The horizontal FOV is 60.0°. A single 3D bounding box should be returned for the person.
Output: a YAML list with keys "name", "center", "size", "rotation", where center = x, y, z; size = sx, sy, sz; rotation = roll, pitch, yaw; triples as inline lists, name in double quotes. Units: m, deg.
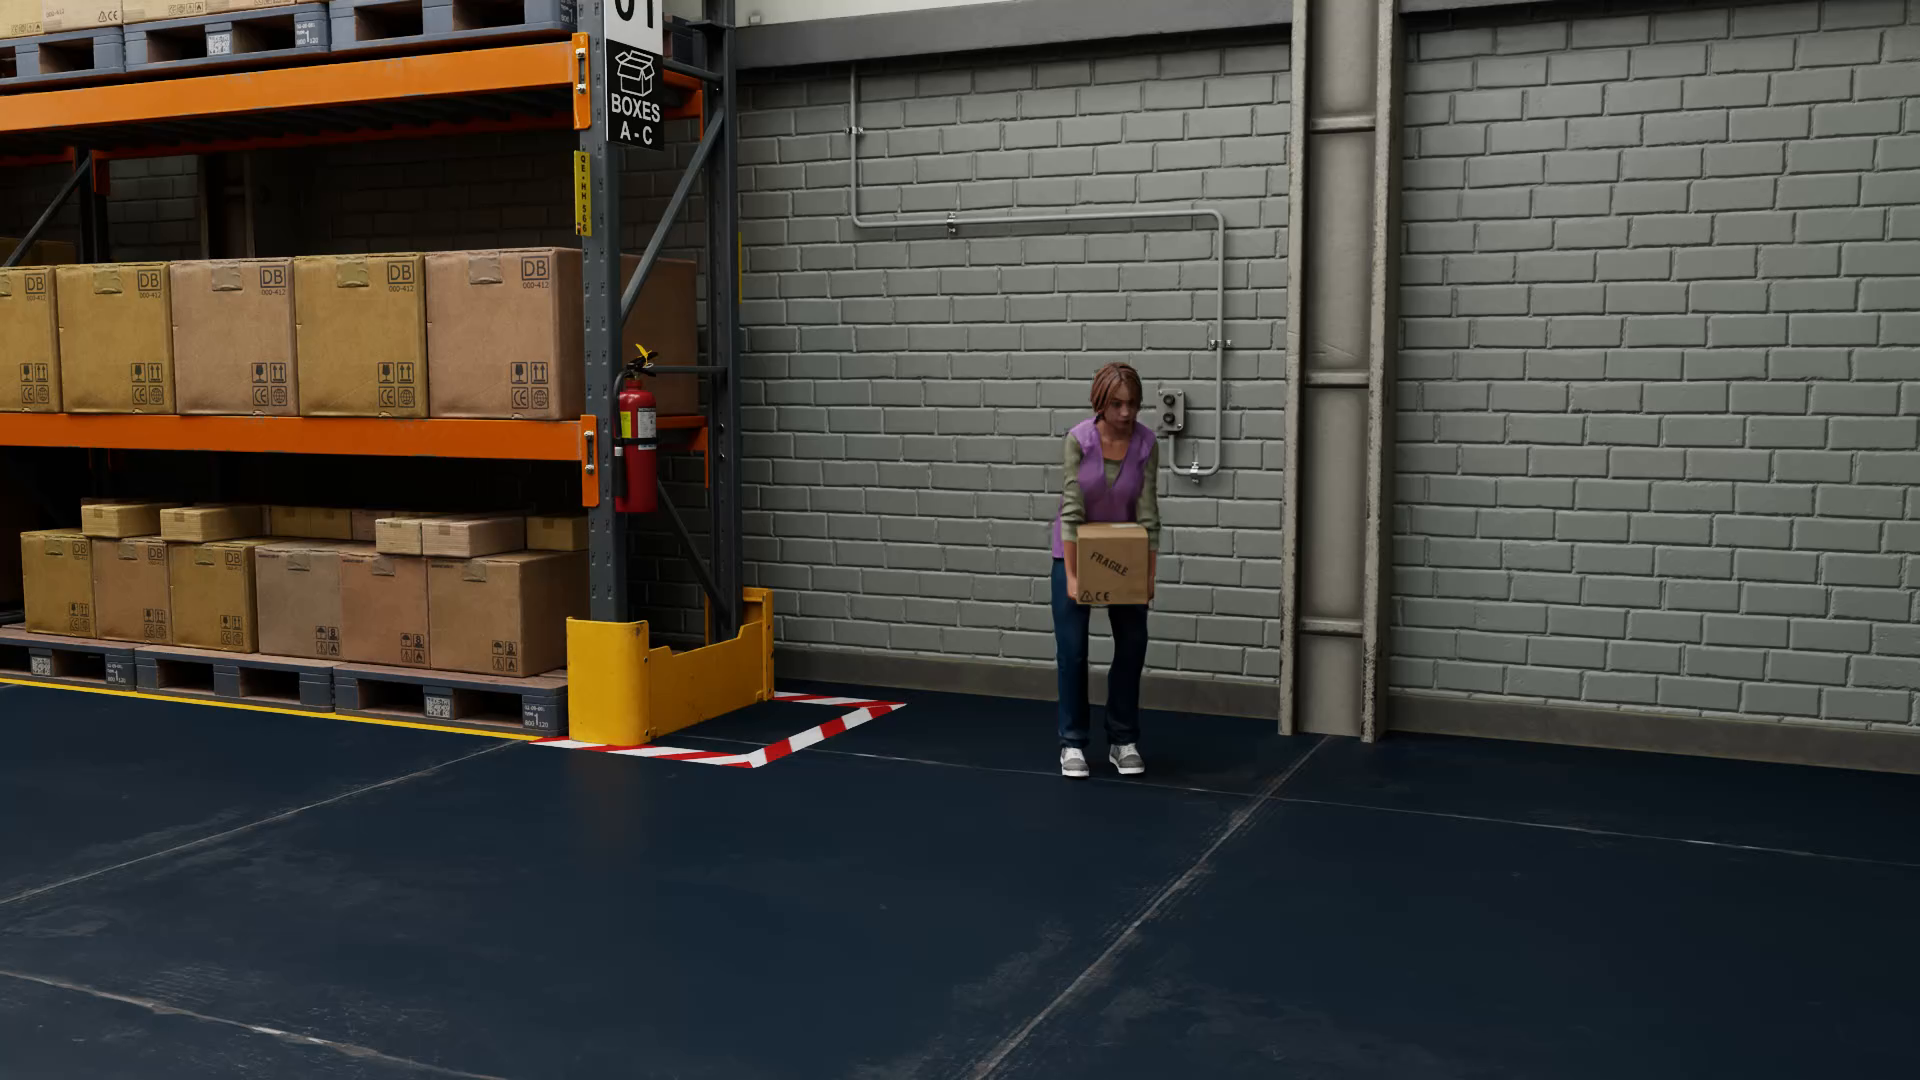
- name: "person"
  center: [0.535, 0.119, 6.176]
  size: [0.378, 1.529, 0.522]
  rotation: [-1, 6, -6]
